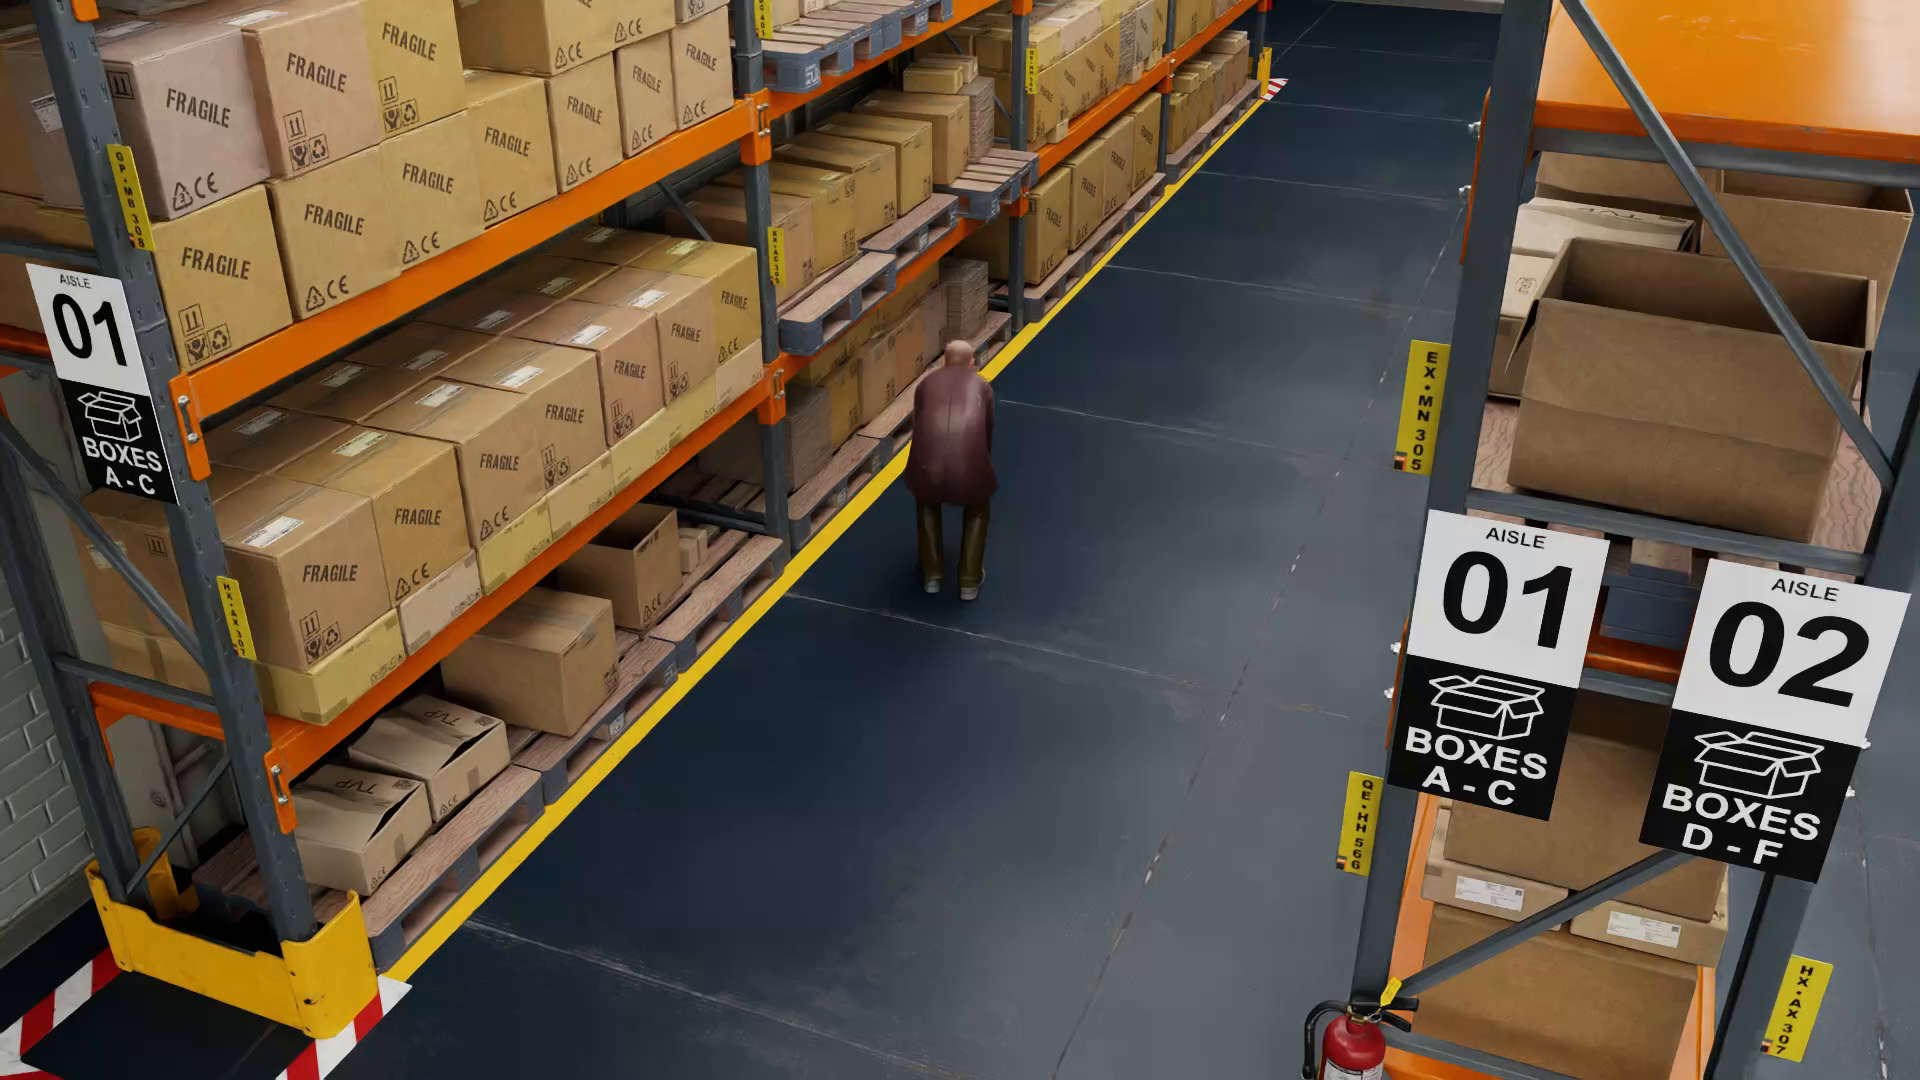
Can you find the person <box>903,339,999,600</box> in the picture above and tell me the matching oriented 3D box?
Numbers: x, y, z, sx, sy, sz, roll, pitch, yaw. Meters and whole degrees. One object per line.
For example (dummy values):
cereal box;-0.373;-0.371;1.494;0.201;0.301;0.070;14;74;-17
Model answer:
person;-0.028;-0.407;9.629;0.550;1.310;0.914;3;29;5
